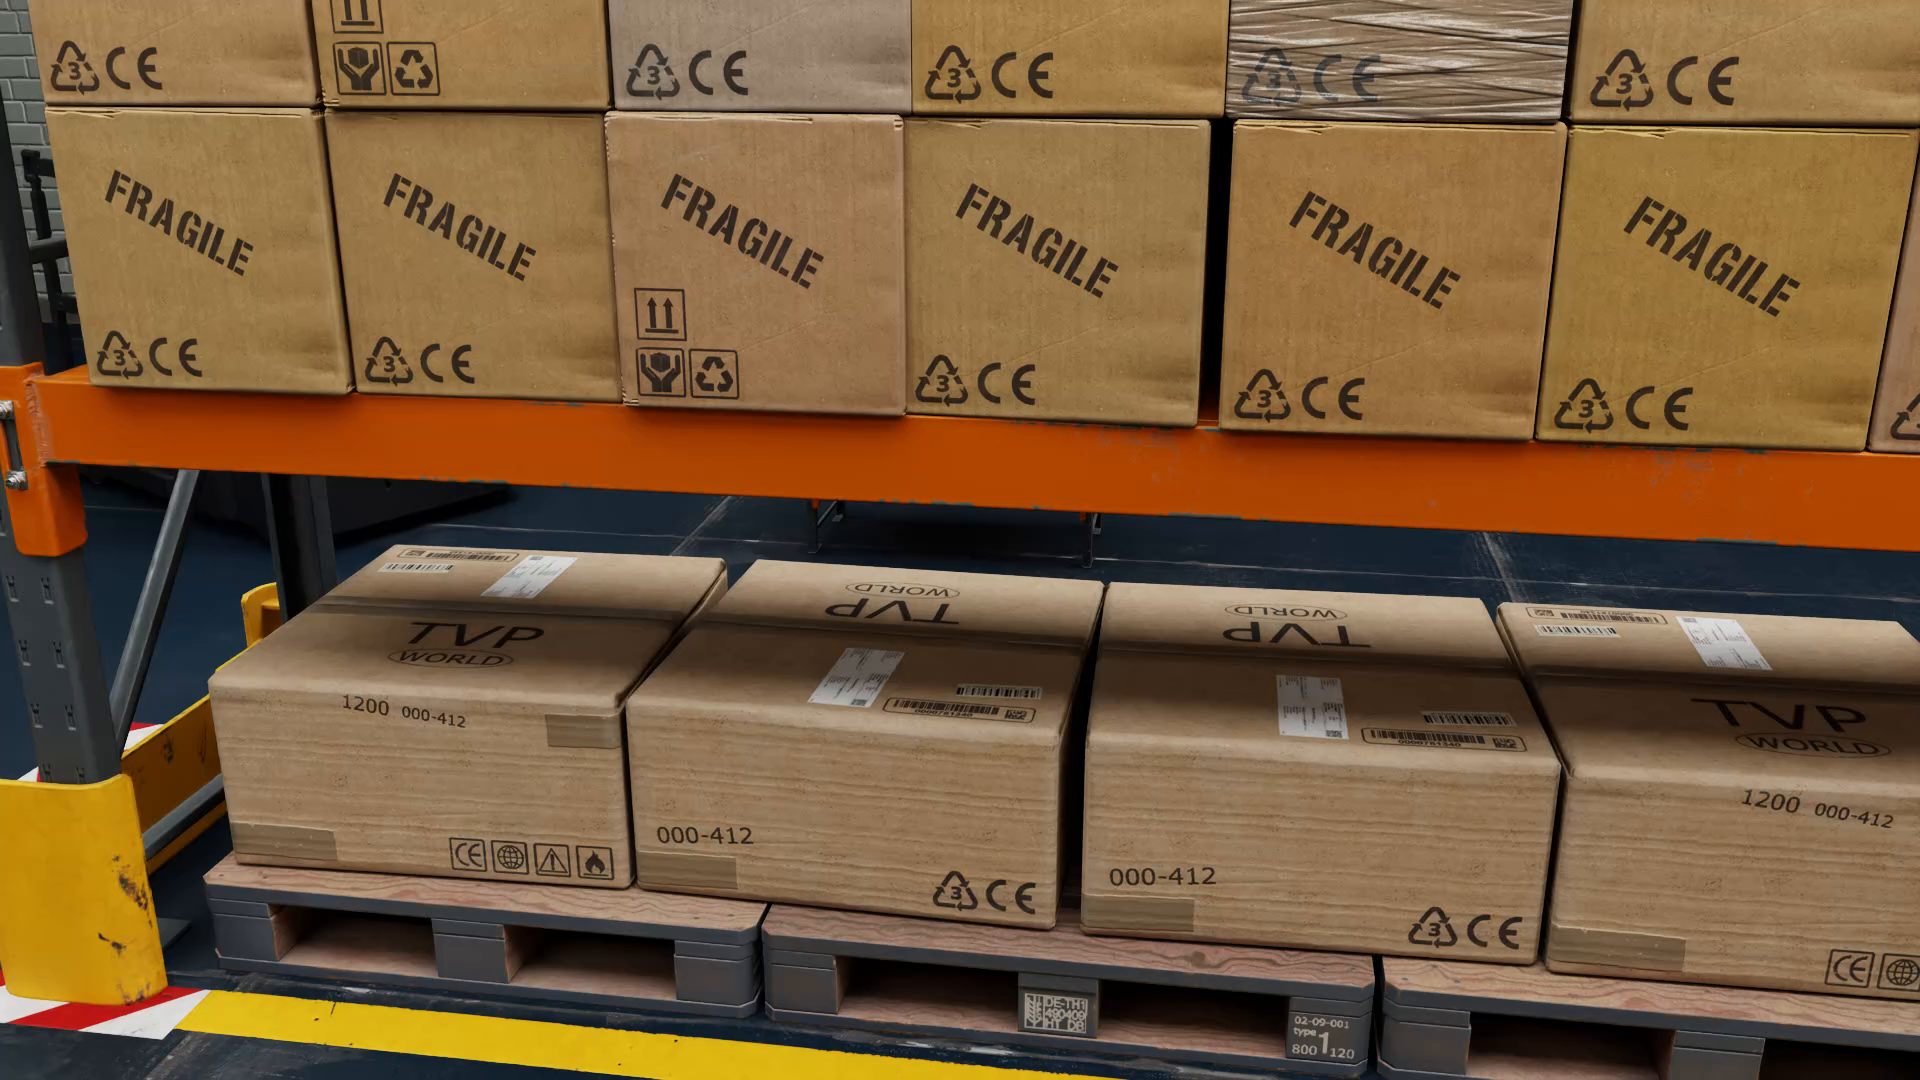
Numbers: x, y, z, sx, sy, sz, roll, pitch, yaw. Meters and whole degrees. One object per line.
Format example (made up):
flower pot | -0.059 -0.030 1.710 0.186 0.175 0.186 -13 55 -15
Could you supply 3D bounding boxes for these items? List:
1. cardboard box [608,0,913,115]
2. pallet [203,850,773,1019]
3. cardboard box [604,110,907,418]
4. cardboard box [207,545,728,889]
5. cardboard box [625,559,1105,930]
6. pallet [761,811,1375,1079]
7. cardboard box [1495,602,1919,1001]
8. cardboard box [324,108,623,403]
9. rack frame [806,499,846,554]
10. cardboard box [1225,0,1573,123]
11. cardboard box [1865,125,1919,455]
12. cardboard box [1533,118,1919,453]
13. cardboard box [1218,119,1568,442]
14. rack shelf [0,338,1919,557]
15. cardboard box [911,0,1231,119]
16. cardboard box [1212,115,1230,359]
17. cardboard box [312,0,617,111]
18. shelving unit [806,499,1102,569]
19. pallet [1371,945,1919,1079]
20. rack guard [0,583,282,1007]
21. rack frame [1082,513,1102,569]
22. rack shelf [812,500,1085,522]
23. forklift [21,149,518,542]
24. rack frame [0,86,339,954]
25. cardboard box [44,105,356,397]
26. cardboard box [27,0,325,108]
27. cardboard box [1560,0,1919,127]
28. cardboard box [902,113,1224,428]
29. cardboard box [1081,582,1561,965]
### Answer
cardboard box | -0.285 -1.009 2.858 0.500 0.500 0.500 3 19 8
pallet | -0.933 0.690 3.908 1.213 0.211 1.003 3 19 9
cardboard box | -0.303 -0.533 3.012 0.500 0.500 0.500 3 19 8
cardboard box | -1.067 0.370 3.847 0.875 0.438 0.875 2 19 7
cardboard box | -0.162 0.413 3.717 0.875 0.438 0.875 3 19 10
pallet | 0.268 0.752 3.722 1.213 0.211 1.003 3 19 9
cardboard box | 1.612 0.504 3.446 0.875 0.438 0.875 3 19 8
cardboard box | -0.802 -0.565 3.106 0.500 0.500 0.500 3 19 8
rack frame | -0.509 -0.559 6.202 0.032 1.125 0.500 3 19 9
cardboard box | 0.701 -0.956 2.700 0.500 0.500 0.500 3 19 9
cardboard box | 1.716 -0.437 2.725 0.500 0.500 0.500 3 19 9
cardboard box | 1.207 -0.462 2.798 0.500 0.500 0.500 2 19 7
cardboard box | 0.709 -0.482 2.859 0.500 0.500 0.500 3 19 8
rack shelf | 0.240 -0.206 3.326 4.000 0.370 1.077 3 19 9
cardboard box | 0.208 -0.984 2.784 0.500 0.500 0.500 3 19 9
cardboard box | 0.298 -0.679 3.449 0.500 0.500 0.500 3 19 10
cardboard box | -0.795 -1.032 2.928 0.500 0.500 0.500 2 19 7
shelving unit | -0.007 -0.534 6.126 1.048 1.125 0.538 3 19 9
pallet | 1.476 0.813 3.541 1.213 0.211 1.003 3 19 9
rack guard | -1.758 0.536 3.913 0.348 0.500 1.175 3 19 9
rack frame | 0.495 -0.508 6.049 0.032 1.125 0.500 3 19 9
rack shelf | -0.007 -0.302 6.203 1.000 0.278 0.538 3 19 9
forklift | -3.234 -1.739 6.881 3.031 2.935 1.130 14 23 37
rack frame | -1.735 -0.648 3.512 0.127 3.000 1.000 3 19 9
cardboard box | -1.306 -0.581 3.156 0.500 0.500 0.500 3 19 8
cardboard box | -1.306 -1.056 2.999 0.500 0.500 0.500 3 19 7
cardboard box | 1.205 -0.934 2.633 0.500 0.500 0.500 3 19 8
cardboard box | 0.194 -0.513 2.952 0.500 0.500 0.500 4 19 10
cardboard box | 0.728 0.459 3.580 0.875 0.438 0.875 2 19 7
